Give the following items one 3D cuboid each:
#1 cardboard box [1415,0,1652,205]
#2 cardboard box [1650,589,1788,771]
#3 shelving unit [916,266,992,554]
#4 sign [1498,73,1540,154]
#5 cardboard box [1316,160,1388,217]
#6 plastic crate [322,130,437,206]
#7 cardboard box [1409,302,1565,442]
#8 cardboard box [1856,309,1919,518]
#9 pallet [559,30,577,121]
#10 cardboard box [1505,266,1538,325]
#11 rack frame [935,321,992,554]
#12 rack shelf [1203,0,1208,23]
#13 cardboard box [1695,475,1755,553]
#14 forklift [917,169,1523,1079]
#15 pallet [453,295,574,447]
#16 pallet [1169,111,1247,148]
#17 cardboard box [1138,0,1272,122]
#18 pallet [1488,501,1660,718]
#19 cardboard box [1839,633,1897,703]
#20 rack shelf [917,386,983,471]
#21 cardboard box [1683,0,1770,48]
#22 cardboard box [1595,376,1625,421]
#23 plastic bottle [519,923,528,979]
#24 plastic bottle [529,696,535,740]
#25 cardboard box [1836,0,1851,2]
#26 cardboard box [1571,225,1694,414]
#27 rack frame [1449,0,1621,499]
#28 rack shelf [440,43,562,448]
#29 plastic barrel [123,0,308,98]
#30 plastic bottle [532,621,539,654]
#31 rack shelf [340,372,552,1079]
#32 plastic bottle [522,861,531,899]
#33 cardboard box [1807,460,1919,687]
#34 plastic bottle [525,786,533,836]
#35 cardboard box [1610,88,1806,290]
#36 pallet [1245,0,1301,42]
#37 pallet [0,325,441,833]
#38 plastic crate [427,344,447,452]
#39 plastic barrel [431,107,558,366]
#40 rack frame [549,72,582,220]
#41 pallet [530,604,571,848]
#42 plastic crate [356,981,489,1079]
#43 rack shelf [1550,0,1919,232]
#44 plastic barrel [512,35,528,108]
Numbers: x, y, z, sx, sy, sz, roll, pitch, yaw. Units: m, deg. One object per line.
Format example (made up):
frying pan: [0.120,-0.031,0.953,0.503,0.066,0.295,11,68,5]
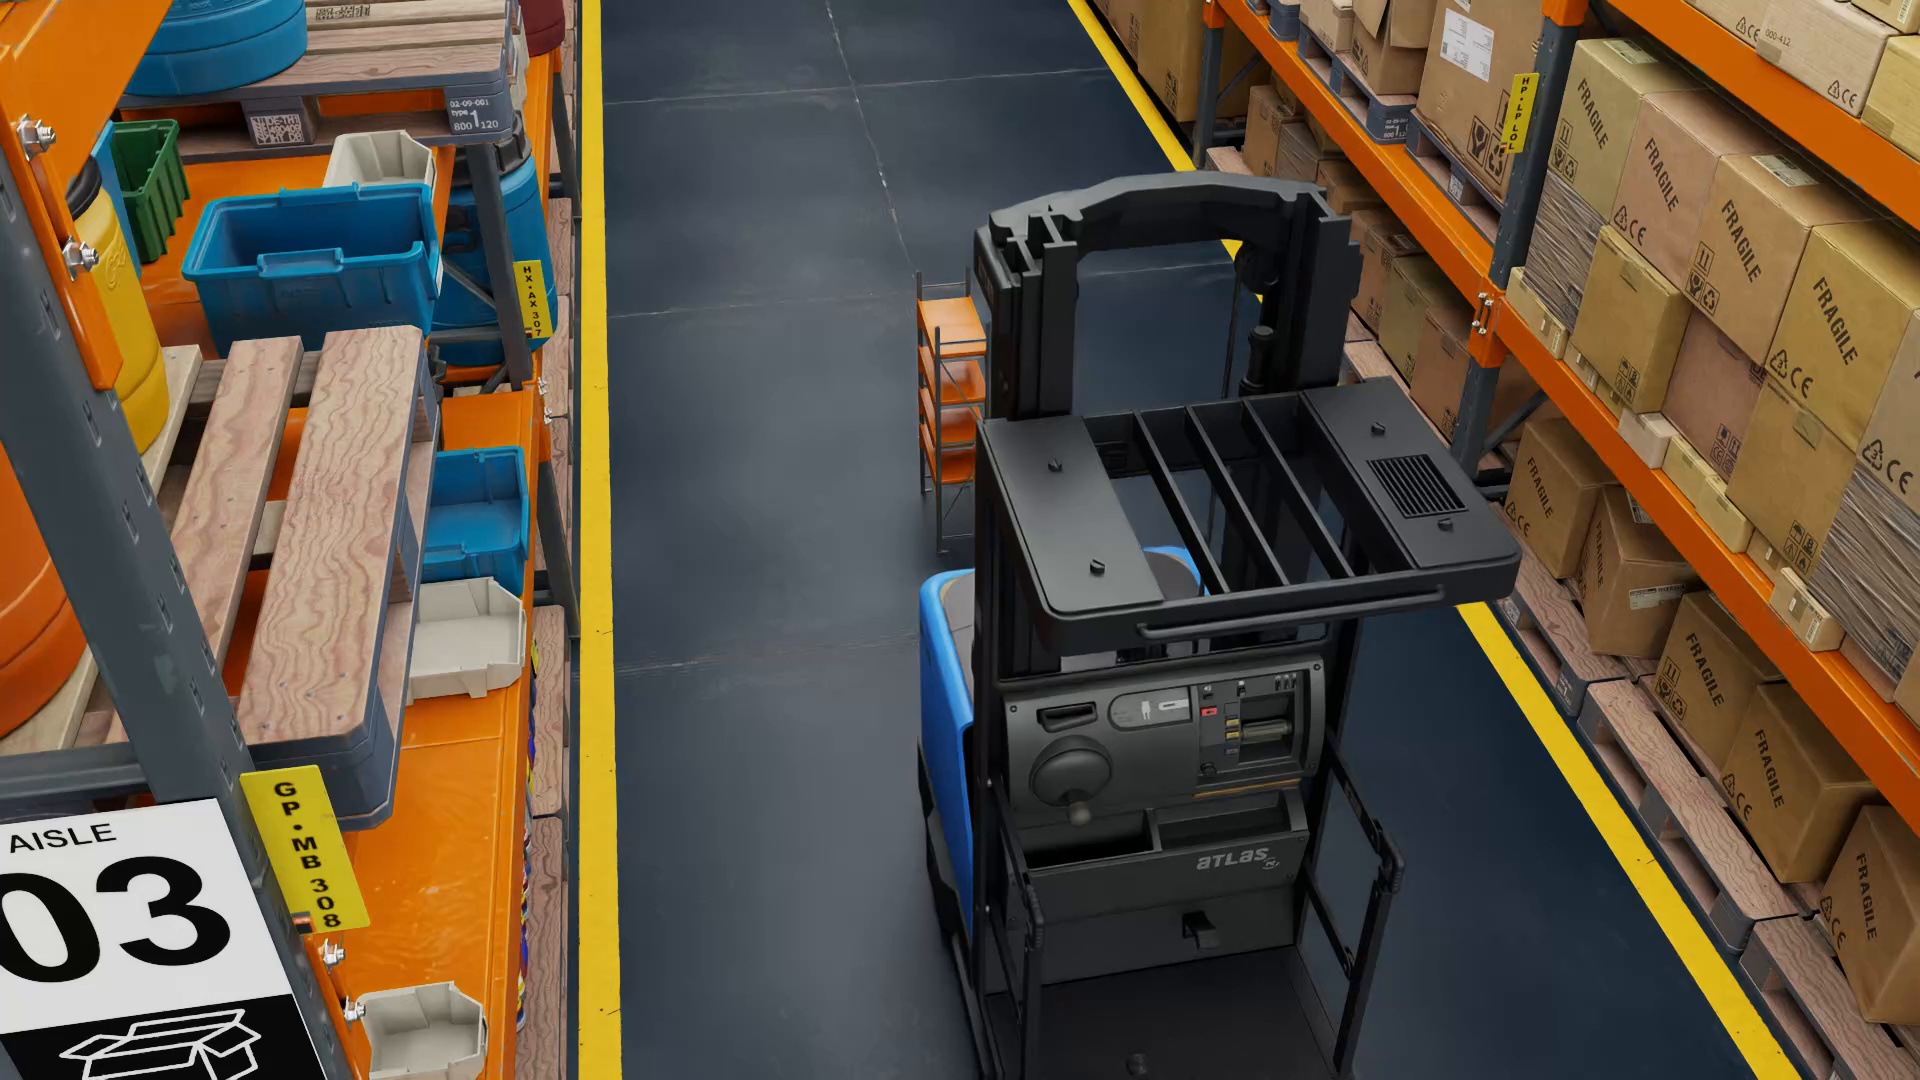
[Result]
cardboard box: [2.731,-2.169,7.266,1.000,1.000,1.000,-6,38,-8]
cardboard box: [3.057,0.508,6.347,0.500,0.500,0.500,-9,39,-12]
shelving unit: [-0.029,-0.574,7.511,0.258,1.200,0.503,-6,38,-8]
sign: [2.186,-1.667,6.507,0.100,0.325,0.005,-6,38,-8]
cardboard box: [2.384,-1.796,9.296,0.700,0.500,0.500,-3,38,-4]
plastic crate: [-1.465,-0.893,4.224,0.243,0.136,0.396,-6,38,-8]
cardboard box: [2.646,-0.831,8.054,0.700,0.500,0.500,-9,39,-11]
cardboard box: [2.915,-0.316,4.573,0.500,0.500,0.500,-6,38,-8]
pallet: [-3.235,-3.260,11.775,1.003,0.211,1.213,-6,38,-8]
cardboard box: [2.474,-1.010,6.810,0.380,0.149,0.250,-6,38,-8]
rack frame: [0.014,-0.426,7.321,0.240,1.200,0.015,-6,38,-8]
rack shelf: [1.680,-4.611,11.827,1.077,0.370,4.000,-6,38,-8]
cardboard box: [2.750,-0.105,5.645,0.380,0.149,0.250,-6,38,-8]
forklift: [0.628,0.639,4.539,1.130,2.935,3.031,-7,38,-9]
pallet: [-2.537,-0.846,8.667,1.003,0.211,1.213,-6,38,-8]
pallet: [1.967,-3.070,11.530,1.003,0.211,1.213,-6,38,-8]
cardboard box: [1.930,-3.433,11.114,1.225,0.875,0.875,-8,39,-10]
pallet: [2.885,0.232,7.280,1.003,0.211,1.213,-6,38,-8]
cardboard box: [2.945,0.341,5.071,0.380,0.149,0.250,-6,38,-8]
rack shelf: [-0.029,-0.521,7.552,0.258,0.148,0.480,-6,38,-8]
cardboard box: [2.657,-1.778,5.271,0.500,0.250,0.500,-7,38,-8]
cardboard box: [2.629,-0.559,6.230,0.380,0.149,0.250,-6,38,-8]
plastic bottle: [-1.476,1.309,5.475,0.061,0.283,0.133,-6,38,-7]
plastic bottle: [-1.714,0.608,6.323,0.144,0.351,0.185,-8,39,-10]
cardboard box: [2.672,-1.691,4.834,0.380,0.149,0.250,-7,38,-9]
cardboard box: [2.803,-0.844,6.067,0.875,0.500,0.500,-6,38,-8]
rack frame: [2.732,-1.271,6.941,1.000,3.000,0.127,-6,38,-8]
rack shelf: [-2.495,-1.662,8.031,1.077,0.370,4.000,-6,38,-8]
plastic barrel: [-2.075,-1.674,4.264,0.600,0.901,0.708,-6,38,-8]
plastic bottle: [-1.774,0.378,6.740,0.097,0.201,0.097,0,38,0]
rack shelf: [-1.794,0.754,4.921,1.077,0.370,4.000,-6,38,-8]
plastic bottle: [-1.549,1.153,5.743,0.097,0.201,0.097,0,38,0]
cardboard box: [3.113,0.057,4.908,0.875,0.500,0.500,-6,38,-8]
plastic bottle: [-1.633,0.931,5.968,0.152,0.276,0.135,-6,38,-7]
cardboard box: [2.650,-1.222,5.739,0.500,0.500,0.500,-6,38,-8]
pallet: [2.261,-3.193,9.571,1.213,0.211,1.003,-6,38,-8]
pallet: [-1.492,0.057,2.940,1.003,0.211,1.213,-6,38,-8]
plastic crate: [-2.178,-0.384,5.850,0.767,0.338,0.504,-6,38,-8]
plastic barrel: [-1.914,-1.202,6.444,0.600,0.901,0.708,-6,38,-8]
rack frame: [-2.845,-3.155,9.366,1.000,3.000,0.127,-6,38,-8]
pallet: [-2.067,0.773,6.583,1.003,0.211,1.213,-6,38,-8]
plastic crate: [-1.283,1.206,3.967,0.298,0.136,0.250,-6,38,-8]
rack shelf: [3.083,-0.964,4.687,1.077,0.370,4.000,-6,38,-8]
plastic barrel: [-2.381,-2.346,8.234,0.421,0.512,0.421,0,38,0]
